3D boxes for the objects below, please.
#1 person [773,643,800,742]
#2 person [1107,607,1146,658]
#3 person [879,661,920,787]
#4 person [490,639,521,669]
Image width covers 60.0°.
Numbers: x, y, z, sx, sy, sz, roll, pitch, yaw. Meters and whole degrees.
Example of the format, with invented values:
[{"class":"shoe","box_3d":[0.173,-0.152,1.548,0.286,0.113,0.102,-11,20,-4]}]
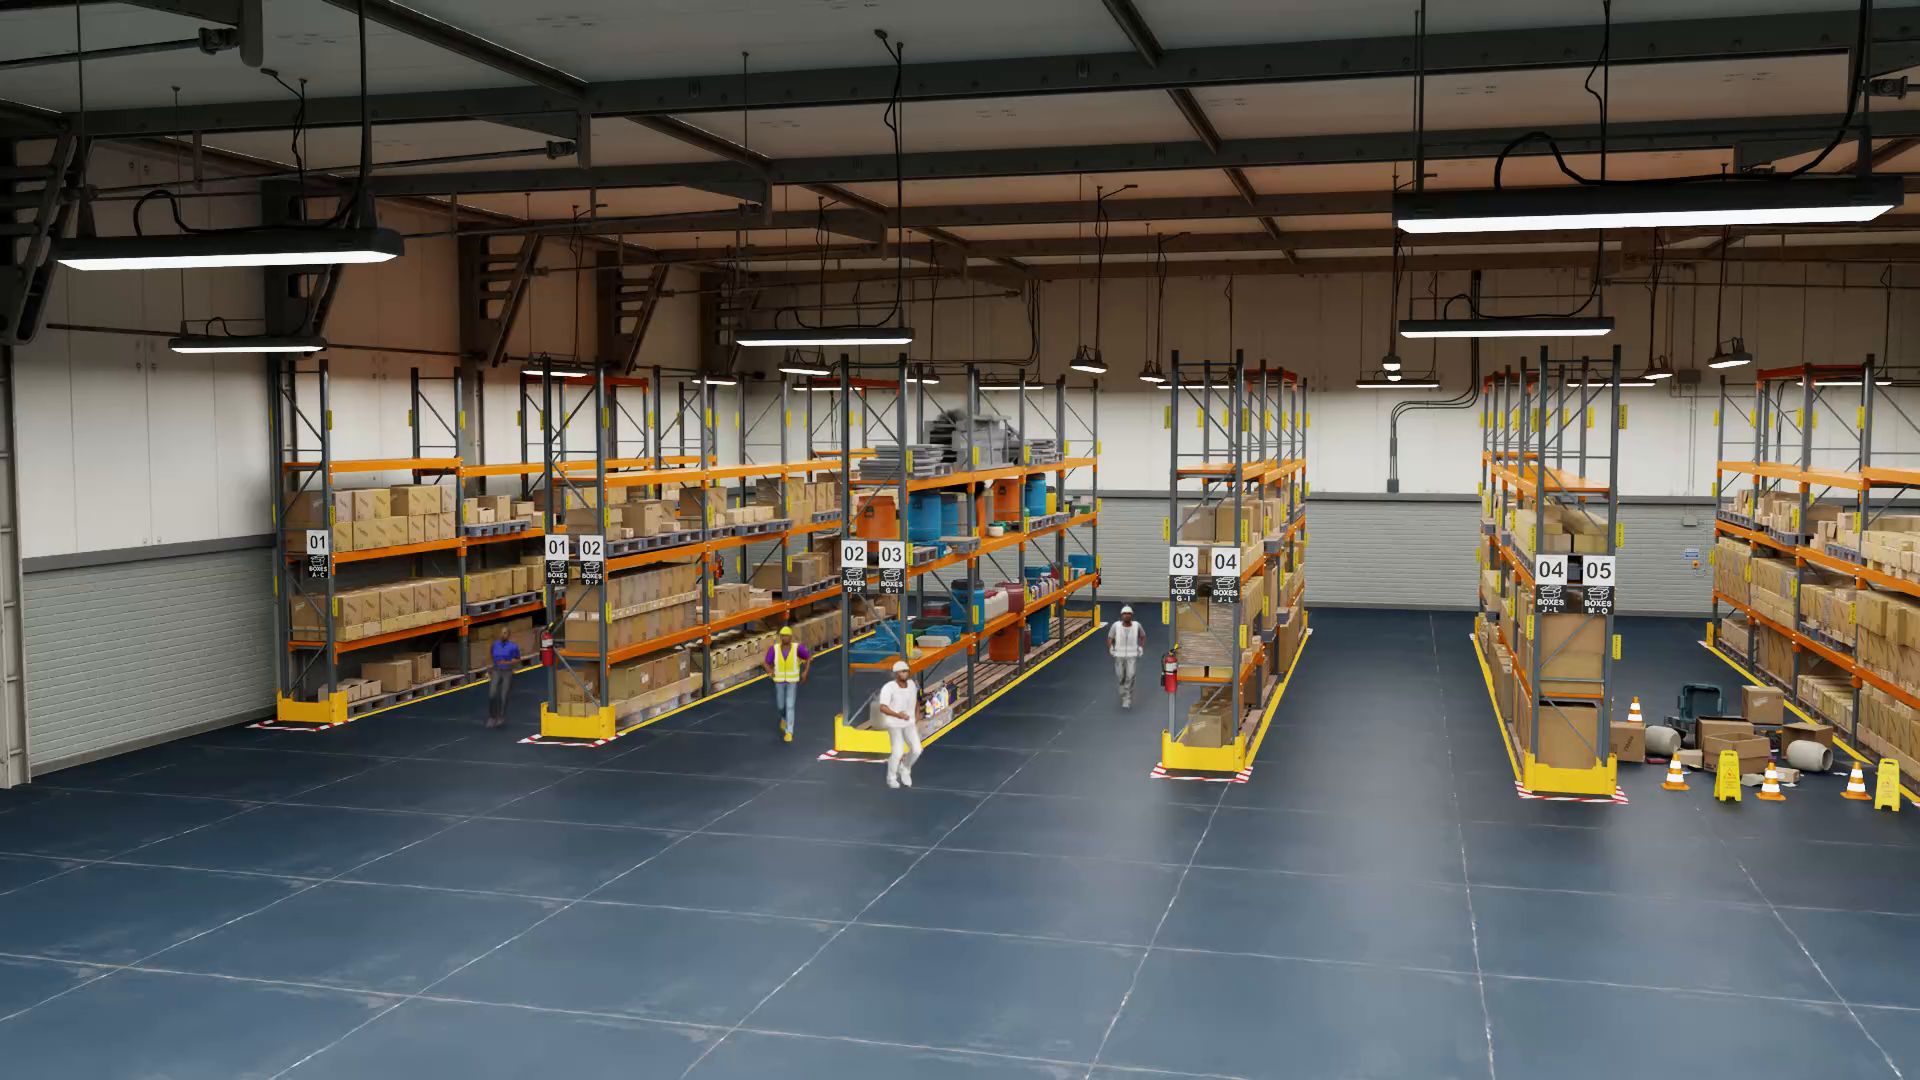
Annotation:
[{"class":"person","box_3d":[-2.736,2.369,26.265,0.432,1.510,0.849,0,4,-4]},{"class":"person","box_3d":[2.917,1.612,29.082,0.679,0.889,0.498,0,4,6]},{"class":"person","box_3d":[-0.752,2.509,22.548,0.729,1.746,0.639,-3,5,-35]},{"class":"person","box_3d":[-7.458,1.861,27.233,0.532,0.506,0.389,0,4,-3]}]
